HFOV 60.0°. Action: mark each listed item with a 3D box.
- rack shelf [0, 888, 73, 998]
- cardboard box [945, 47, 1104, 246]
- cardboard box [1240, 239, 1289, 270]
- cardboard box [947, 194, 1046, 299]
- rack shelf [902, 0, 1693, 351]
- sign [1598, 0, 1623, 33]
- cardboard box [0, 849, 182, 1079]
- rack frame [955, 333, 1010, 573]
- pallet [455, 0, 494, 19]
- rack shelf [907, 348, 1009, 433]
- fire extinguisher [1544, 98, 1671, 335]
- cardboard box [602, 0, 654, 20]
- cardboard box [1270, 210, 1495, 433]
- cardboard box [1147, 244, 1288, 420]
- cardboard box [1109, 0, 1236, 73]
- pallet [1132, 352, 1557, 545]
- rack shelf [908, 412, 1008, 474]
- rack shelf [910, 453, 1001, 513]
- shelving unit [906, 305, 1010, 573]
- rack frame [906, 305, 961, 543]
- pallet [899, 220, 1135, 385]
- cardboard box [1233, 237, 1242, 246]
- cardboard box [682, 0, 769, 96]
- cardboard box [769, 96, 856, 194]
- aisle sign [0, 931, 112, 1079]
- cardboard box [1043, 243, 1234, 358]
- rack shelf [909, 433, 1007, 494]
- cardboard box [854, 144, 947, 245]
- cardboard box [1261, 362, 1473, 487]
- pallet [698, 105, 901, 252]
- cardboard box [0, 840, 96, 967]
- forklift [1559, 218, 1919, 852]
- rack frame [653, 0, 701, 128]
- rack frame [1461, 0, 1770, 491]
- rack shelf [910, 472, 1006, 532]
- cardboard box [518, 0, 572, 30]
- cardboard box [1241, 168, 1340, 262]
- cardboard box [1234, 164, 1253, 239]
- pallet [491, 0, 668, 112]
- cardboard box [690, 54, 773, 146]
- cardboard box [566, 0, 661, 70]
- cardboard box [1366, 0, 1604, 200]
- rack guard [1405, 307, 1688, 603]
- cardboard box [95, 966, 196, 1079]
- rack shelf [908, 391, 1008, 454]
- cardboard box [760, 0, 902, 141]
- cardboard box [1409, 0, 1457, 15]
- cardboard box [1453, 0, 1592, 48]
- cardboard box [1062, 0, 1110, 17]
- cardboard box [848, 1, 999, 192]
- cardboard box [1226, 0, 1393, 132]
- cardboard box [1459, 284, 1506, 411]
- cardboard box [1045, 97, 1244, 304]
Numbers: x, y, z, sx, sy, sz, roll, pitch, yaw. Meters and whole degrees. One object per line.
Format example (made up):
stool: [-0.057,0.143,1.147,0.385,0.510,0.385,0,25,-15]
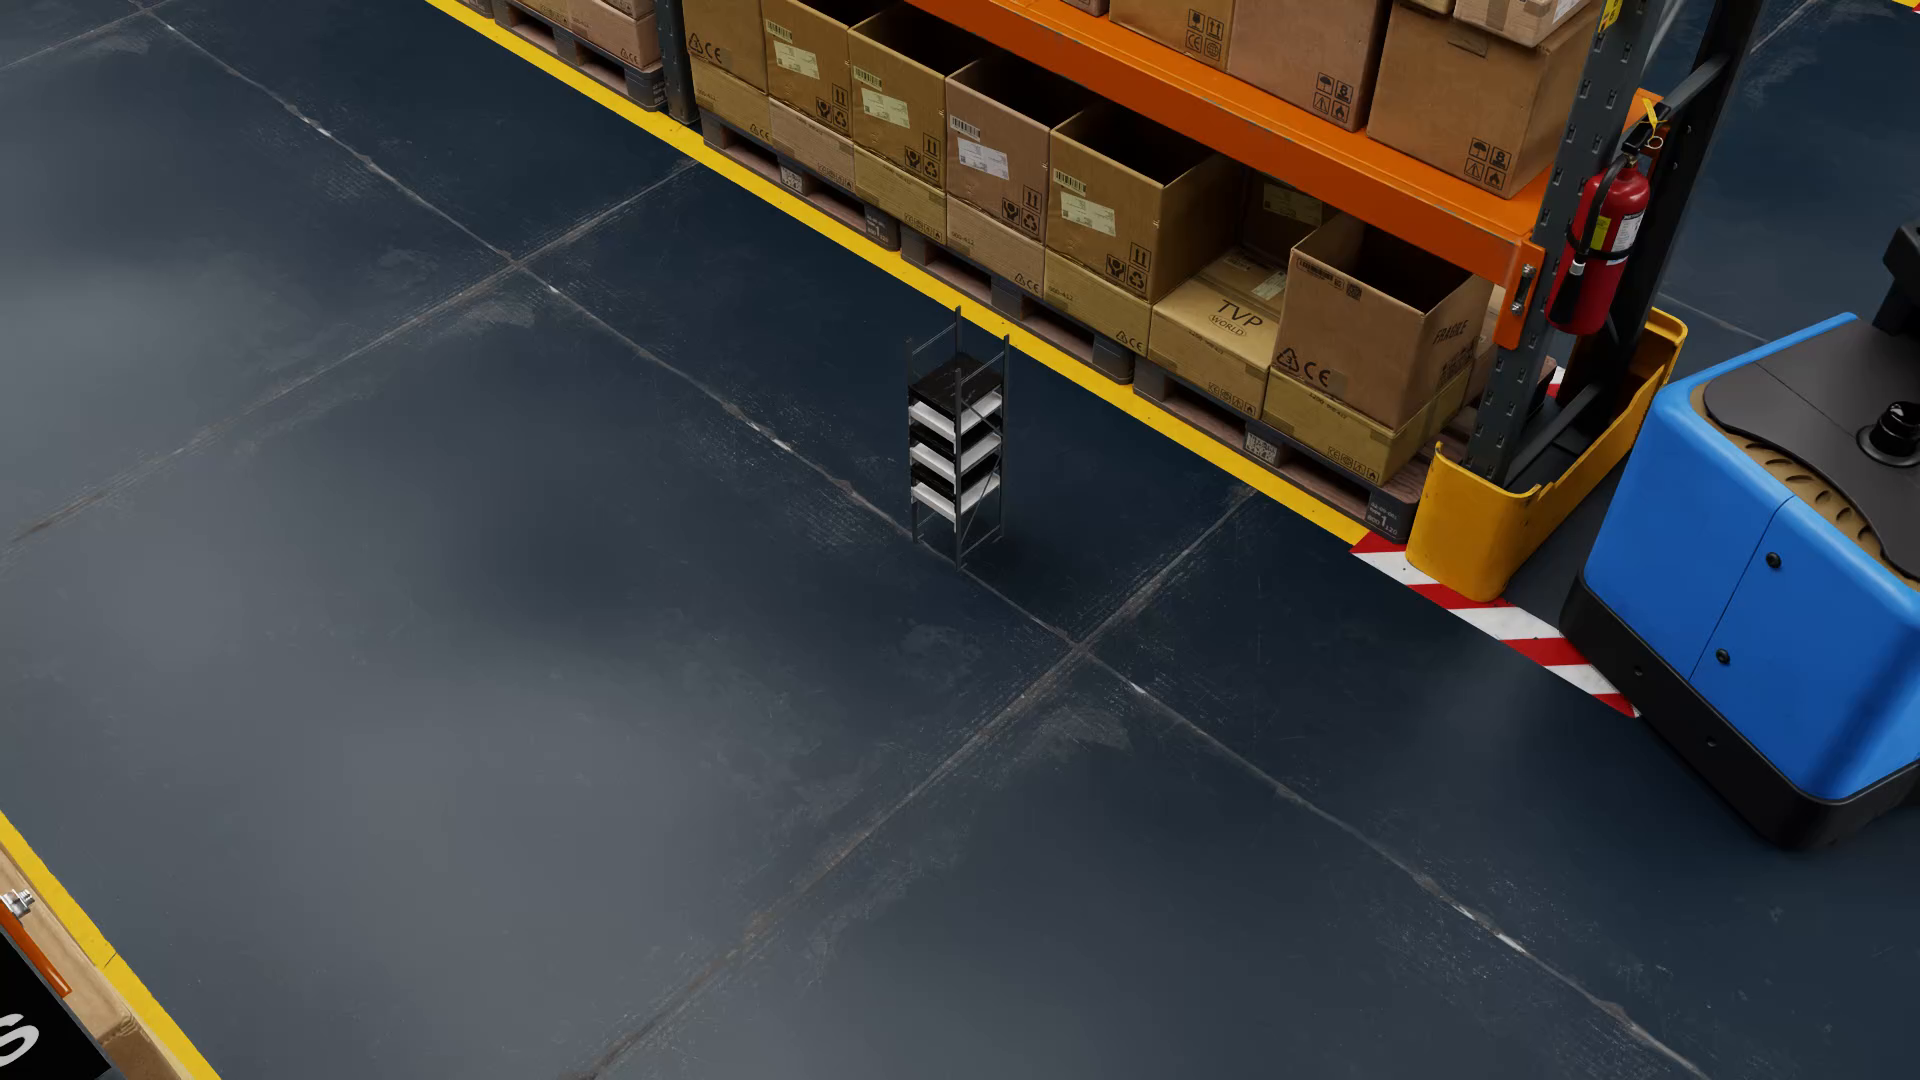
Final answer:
rack shelf: [-2.824,-0.321,2.430,4.000,0.370,1.077,34,55,28]
cardboard box: [0.296,-1.507,6.191,0.500,0.500,0.500,34,55,28]
cardboard box: [1.390,-1.039,6.266,0.500,0.250,0.500,34,55,28]
cardboard box: [0.298,-1.252,6.466,0.500,0.250,0.500,34,55,28]
rack shelf: [0.533,-1.950,6.017,4.000,0.370,1.077,34,55,28]
sign: [1.625,-1.401,4.051,0.005,0.325,0.100,34,55,28]
cardboard box: [-1.501,0.839,2.479,0.500,0.500,0.500,34,55,28]
rack frame: [0.069,-0.262,5.379,0.006,0.900,0.240,34,55,28]
pallet: [-2.405,-3.177,8.588,1.213,0.211,1.003,34,55,28]
rack shelf: [-0.006,-0.474,5.253,0.200,0.077,0.258,34,55,28]
fire extinguisher: [1.775,-0.873,4.566,0.183,0.674,0.296,34,55,28]
cardboard box: [-1.428,-2.626,7.372,0.500,0.311,0.500,34,55,28]
cardboard box: [1.407,-0.772,5.501,0.500,0.500,0.500,34,55,28]
cardboard box: [1.033,-0.757,6.002,0.500,0.250,0.500,34,55,28]
cardboard box: [0.919,-1.985,5.487,0.500,0.500,0.700,34,56,28]
pallet: [1.413,-0.608,6.176,1.213,0.211,1.003,34,55,28]
rack shelf: [-0.006,-0.351,5.384,0.200,0.077,0.258,34,55,28]
rack shelf: [-0.006,-0.228,5.516,0.200,0.077,0.258,34,55,28]
shelving unit: [-0.006,-0.312,5.426,0.210,0.900,0.258,34,55,28]
rack frame: [-0.081,-0.362,5.473,0.006,0.900,0.240,34,55,28]
pallet: [0.520,-1.212,6.743,1.213,0.211,1.003,34,55,28]
cardboard box: [1.023,-1.287,6.499,0.500,0.250,0.500,34,55,28]
cardboard box: [-0.808,-2.247,6.886,0.500,0.500,0.500,34,55,28]
cardboard box: [-0.437,-1.746,6.930,0.500,0.250,0.500,34,55,28]
aisle sign: [-1.098,0.433,1.502,0.004,0.787,0.394,34,55,28]
cardboard box: [0.664,-1.004,6.233,0.500,0.250,0.500,34,55,28]
rack shelf: [-0.006,-0.289,5.450,0.200,0.077,0.258,34,55,28]
cardboard box: [-0.073,-1.496,6.695,0.500,0.250,0.500,34,55,28]
cardboard box: [1.409,-0.517,5.776,0.500,0.250,0.500,34,55,28]
pallet: [-0.380,-1.815,7.309,1.213,0.211,1.003,34,55,28]
cardboard box: [-1.857,0.589,2.714,0.500,0.500,0.500,34,55,28]
forklift: [3.489,-0.875,4.561,3.031,2.935,1.130,-21,50,-18]
rack frame: [-0.936,-3.185,6.683,0.127,3.000,1.000,34,55,28]
rack frame: [2.003,-1.207,4.826,0.127,3.000,1.000,34,55,28]
rack shelf: [-0.006,-0.166,5.581,0.200,0.077,0.258,34,55,28]
cardboard box: [-1.808,-2.688,7.815,0.500,0.250,0.500,33,55,27]
cardboard box: [1.391,-1.297,5.994,0.500,0.500,0.500,34,55,28]
cardboard box: [1.015,-1.537,6.219,0.500,0.500,0.500,34,55,28]
pallet: [-1.504,-2.574,8.022,1.213,0.211,1.003,34,55,28]
cardboard box: [-0.801,-1.996,7.164,0.500,0.250,0.500,34,55,28]
cardboard box: [-1.438,-2.437,7.579,0.500,0.250,0.500,33,55,27]
cardboard box: [1.669,-1.479,5.013,0.500,0.500,0.700,34,55,28]
rack guard: [2.021,-0.340,5.726,0.348,0.500,1.175,34,55,28]
cardboard box: [-1.497,1.082,2.766,0.500,0.250,0.500,32,55,27]
rack shelf: [-0.006,-0.412,5.319,0.200,0.077,0.258,34,55,28]
cardboard box: [-0.435,-2.004,6.658,0.500,0.500,0.500,34,55,28]
cardboard box: [1.400,-1.679,4.755,0.250,0.149,0.380,35,56,28]
cardboard box: [1.593,-1.550,4.634,0.250,0.149,0.380,33,55,27]
cardboard box: [0.529,-2.243,5.730,0.500,0.500,0.700,36,56,29]
cardboard box: [-0.073,-1.753,6.422,0.500,0.500,0.500,34,55,28]
cardboard box: [1.280,-1.736,5.254,0.500,0.500,0.700,35,56,29]
cardboard box: [1.760,-0.794,6.036,0.500,0.250,0.500,34,55,28]
cardboard box: [0.662,-1.259,5.958,0.500,0.500,0.500,34,55,28]
